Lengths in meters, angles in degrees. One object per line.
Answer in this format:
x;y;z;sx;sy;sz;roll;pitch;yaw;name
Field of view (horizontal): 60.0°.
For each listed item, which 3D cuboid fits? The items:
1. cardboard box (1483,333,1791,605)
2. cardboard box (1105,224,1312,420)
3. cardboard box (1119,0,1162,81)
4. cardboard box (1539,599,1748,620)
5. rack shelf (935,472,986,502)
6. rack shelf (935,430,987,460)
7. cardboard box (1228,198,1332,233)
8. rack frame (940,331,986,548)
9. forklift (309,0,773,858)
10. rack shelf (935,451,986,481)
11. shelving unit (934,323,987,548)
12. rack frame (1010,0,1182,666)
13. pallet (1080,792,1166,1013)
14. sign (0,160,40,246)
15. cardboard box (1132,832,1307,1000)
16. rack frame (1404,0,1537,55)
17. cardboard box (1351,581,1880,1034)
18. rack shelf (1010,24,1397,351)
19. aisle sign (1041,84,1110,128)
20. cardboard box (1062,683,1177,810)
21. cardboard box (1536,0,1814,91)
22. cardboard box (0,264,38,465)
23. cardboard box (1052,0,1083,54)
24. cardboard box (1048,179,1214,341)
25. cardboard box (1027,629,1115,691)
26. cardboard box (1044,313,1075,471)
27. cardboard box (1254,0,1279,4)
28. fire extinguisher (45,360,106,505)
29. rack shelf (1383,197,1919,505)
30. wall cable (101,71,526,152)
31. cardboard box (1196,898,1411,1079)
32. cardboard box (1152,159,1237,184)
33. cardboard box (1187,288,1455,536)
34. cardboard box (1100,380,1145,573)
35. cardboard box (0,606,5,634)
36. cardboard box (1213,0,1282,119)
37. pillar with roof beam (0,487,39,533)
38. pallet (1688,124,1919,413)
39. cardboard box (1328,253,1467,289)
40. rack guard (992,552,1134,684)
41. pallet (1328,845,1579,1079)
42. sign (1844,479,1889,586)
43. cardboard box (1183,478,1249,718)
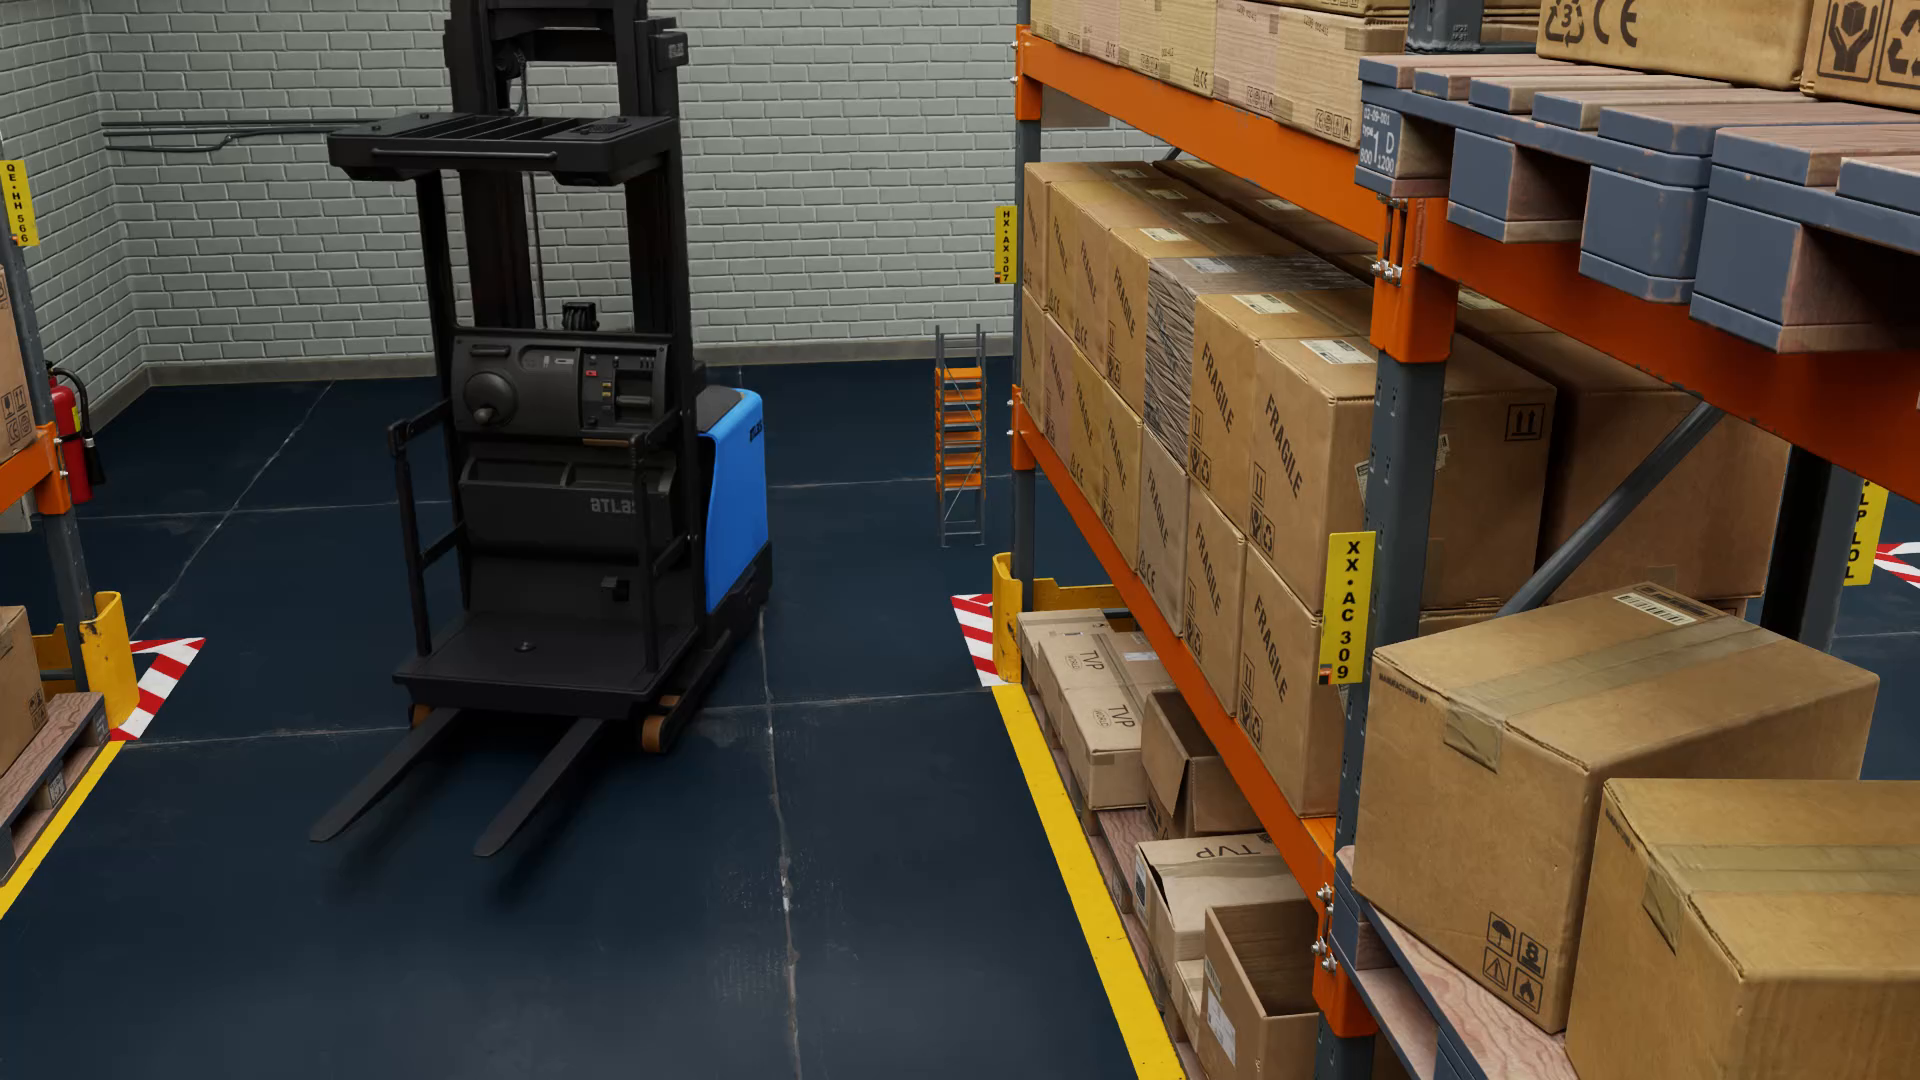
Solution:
1.521;-0.179;3.836;0.500;0.500;0.500;-2;21;-6;cardboard box
0.761;-0.689;5.203;0.500;0.500;0.500;-3;21;-8;cardboard box
0.768;-1.496;4.861;0.500;0.250;0.500;-3;21;-8;cardboard box
1.507;0.277;4.045;0.500;0.500;0.500;-2;21;-6;cardboard box
0.002;-0.291;9.092;0.258;0.103;0.180;-3;21;-8;rack shelf
0.002;-0.515;9.008;0.258;0.103;0.180;-3;21;-8;rack shelf
1.223;-0.892;5.745;0.500;0.500;0.500;-2;21;-6;cardboard box
0.015;-0.525;8.908;0.240;1.200;0.006;-3;21;-8;rack frame
-1.694;-0.624;6.698;1.130;2.935;3.031;3;21;9;forklift
0.002;-0.403;9.050;0.258;0.103;0.180;-3;21;-8;rack shelf
0.002;-0.557;8.993;0.258;1.200;0.189;-3;21;-8;shelving unit
0.734;-0.871;7.261;1.000;3.000;0.127;-3;21;-8;rack frame
1.034;1.159;5.811;1.003;0.211;1.213;-3;21;-8;pallet
-3.628;-1.296;6.405;0.100;0.325;0.005;-3;21;-8;sign
0.840;1.125;5.132;0.500;0.311;0.500;-3;21;-8;cardboard box
1.311;-2.297;2.504;1.000;3.000;0.127;-3;21;-8;rack frame
1.158;0.446;2.993;0.700;0.500;0.500;-10;23;-26;cardboard box
1.022;-1.247;5.008;1.077;0.370;4.000;-3;21;-8;rack shelf
0.434;-2.098;6.830;0.394;0.787;0.004;-3;21;-8;aisle sign
0.676;0.760;6.196;0.500;0.250;0.500;-3;21;-8;cardboard box
1.310;-1.004;2.443;0.600;0.600;0.600;-5;21;-13;cardboard box
-4.084;-0.584;6.065;0.980;0.700;0.700;-2;21;-5;cardboard box
0.616;-1.842;5.787;0.500;0.250;0.500;-3;21;-8;cardboard box
0.620;-1.039;6.138;0.500;0.500;0.500;-3;21;-7;cardboard box
0.490;0.499;7.014;0.380;0.166;0.250;-3;21;-8;cardboard box
0.617;-0.573;6.319;0.500;0.500;0.500;-3;21;-8;cardboard box
0.903;-1.383;3.845;0.500;0.250;0.500;-3;21;-8;cardboard box
-3.732;-0.485;6.870;0.296;0.674;0.183;-3;21;-8;fire extinguisher
1.599;0.138;1.300;1.077;0.370;4.000;-3;21;-8;rack shelf
-4.629;-3.952;11.374;3.097;2.526;0.112;-3;21;-8;wall cable
0.948;1.296;4.404;0.500;0.500;0.500;-3;21;-8;cardboard box
1.070;-1.246;6.693;0.500;0.500;0.500;-3;21;-8;cardboard box
0.905;-0.341;4.269;0.500;0.500;0.500;-3;21;-9;cardboard box
0.757;-0.226;5.390;0.500;0.500;0.500;-3;21;-7;cardboard box
-3.769;0.323;6.109;0.380;0.149;0.250;-3;21;-8;cardboard box
0.916;-1.150;3.934;0.500;0.250;0.500;-3;21;-8;cardboard box
-1.152;-4.539;8.507;9.100;9.000;0.400;-3;21;-8;pillar with roof beam
1.488;-0.215;1.486;1.213;0.211;1.003;-3;21;-8;pallet
1.373;-0.535;4.790;0.500;0.500;0.500;-4;21;-9;cardboard box
0.745;0.326;7.628;1.175;0.500;0.348;-3;21;-8;rack guard
1.318;0.886;2.831;1.003;0.211;1.213;-3;21;-8;pallet
1.859;-0.058;3.429;0.100;0.325;0.005;-3;21;-8;sign
0.909;0.128;4.442;0.500;0.500;0.500;-2;21;-6;cardboard box
